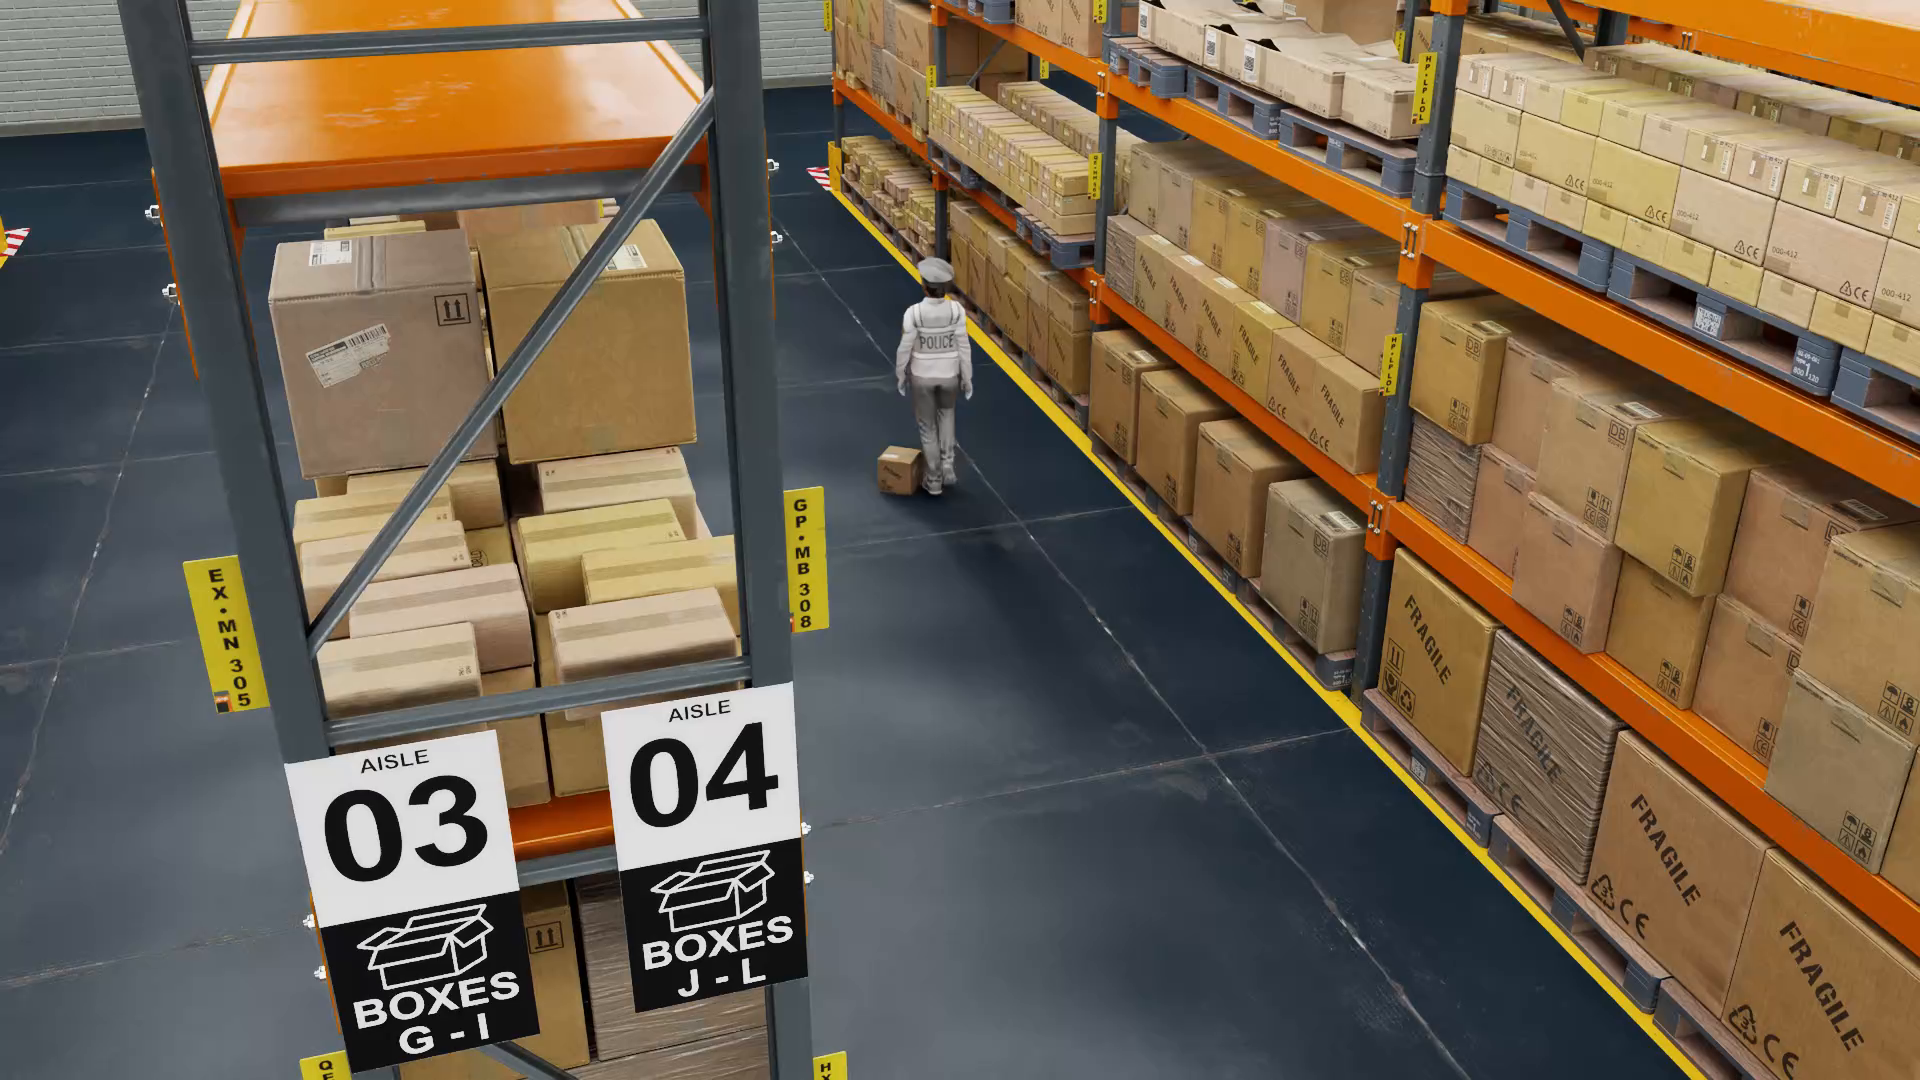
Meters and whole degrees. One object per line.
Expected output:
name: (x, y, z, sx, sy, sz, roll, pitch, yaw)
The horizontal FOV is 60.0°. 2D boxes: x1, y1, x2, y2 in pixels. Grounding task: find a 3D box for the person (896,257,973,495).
person: (-0.195, -1.136, 11.569, 0.523, 1.716, 0.446, -7, 27, -14)
